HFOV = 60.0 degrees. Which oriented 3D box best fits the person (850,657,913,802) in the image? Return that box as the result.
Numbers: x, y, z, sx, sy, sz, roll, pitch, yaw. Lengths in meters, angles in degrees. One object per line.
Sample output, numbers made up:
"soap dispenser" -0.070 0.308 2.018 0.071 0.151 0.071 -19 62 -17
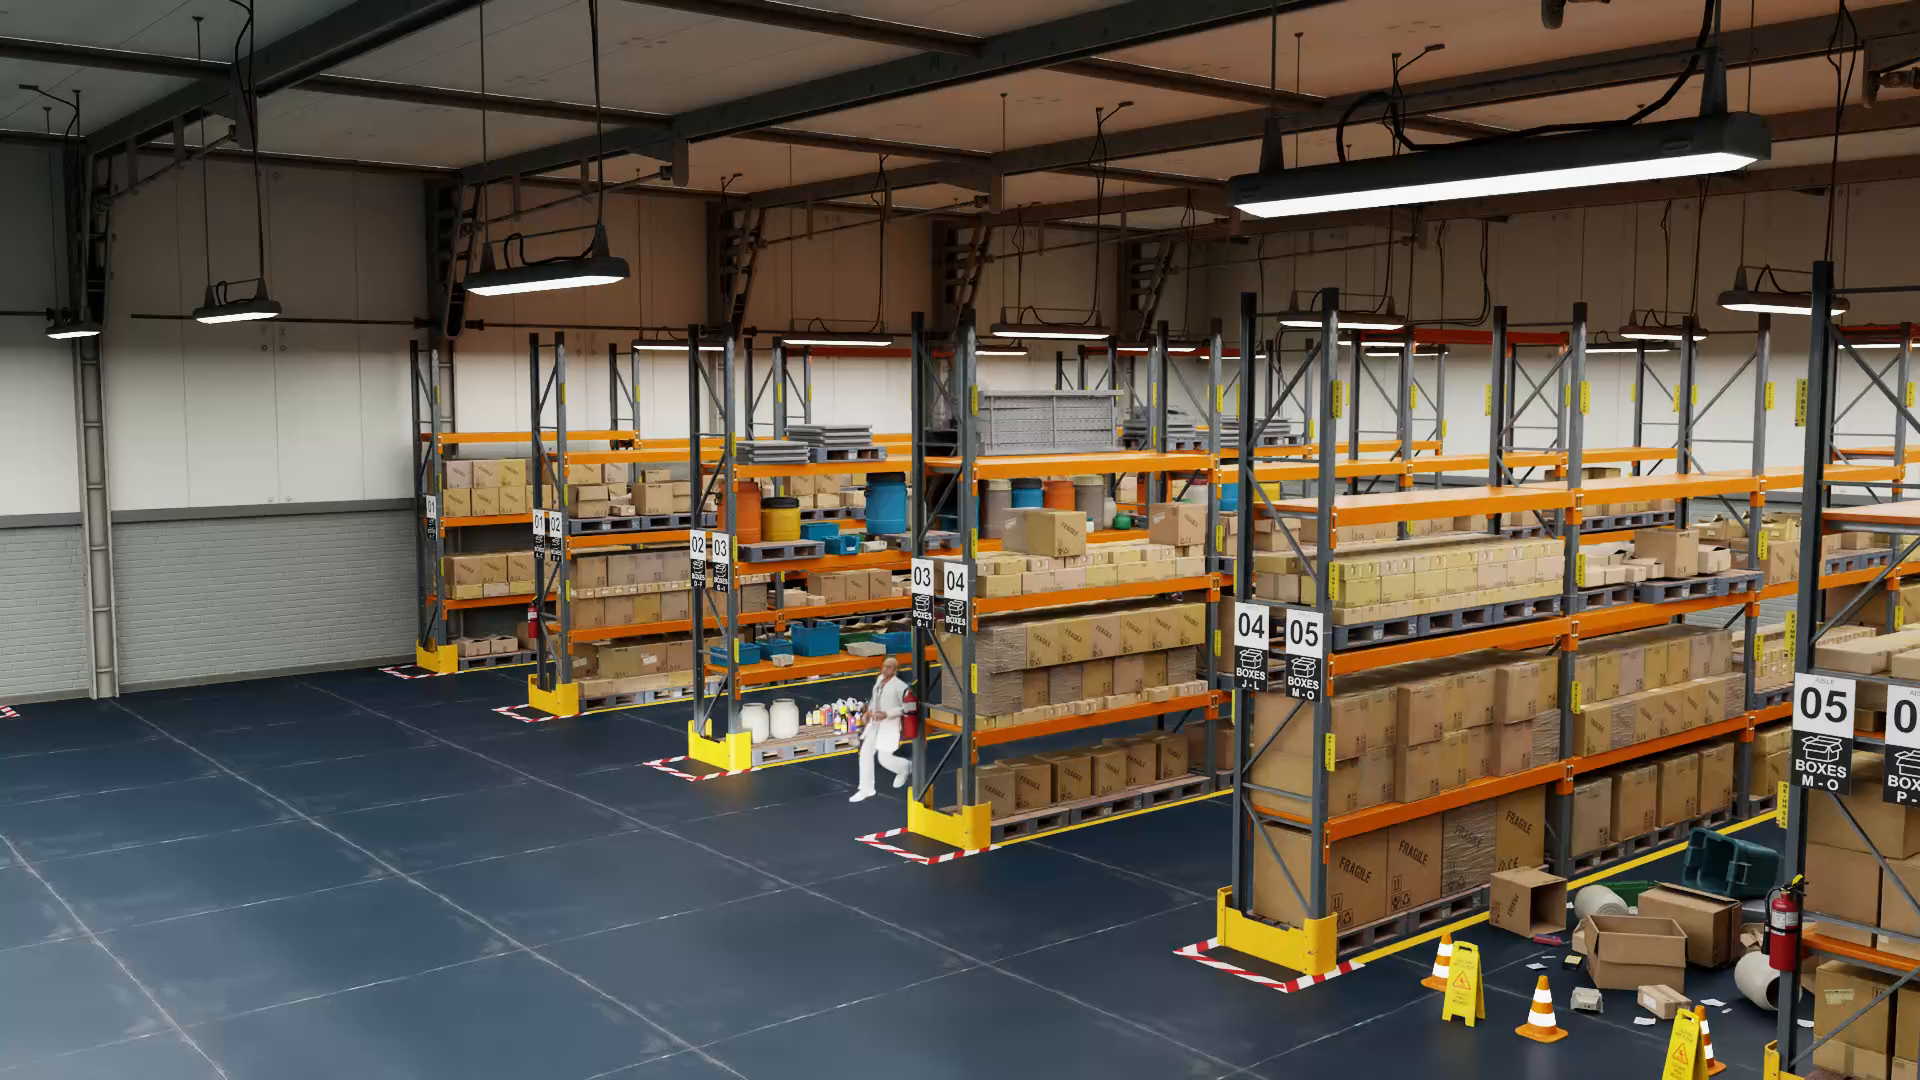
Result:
"person" -0.872 2.296 20.288 0.749 1.764 0.935 5 7 45
